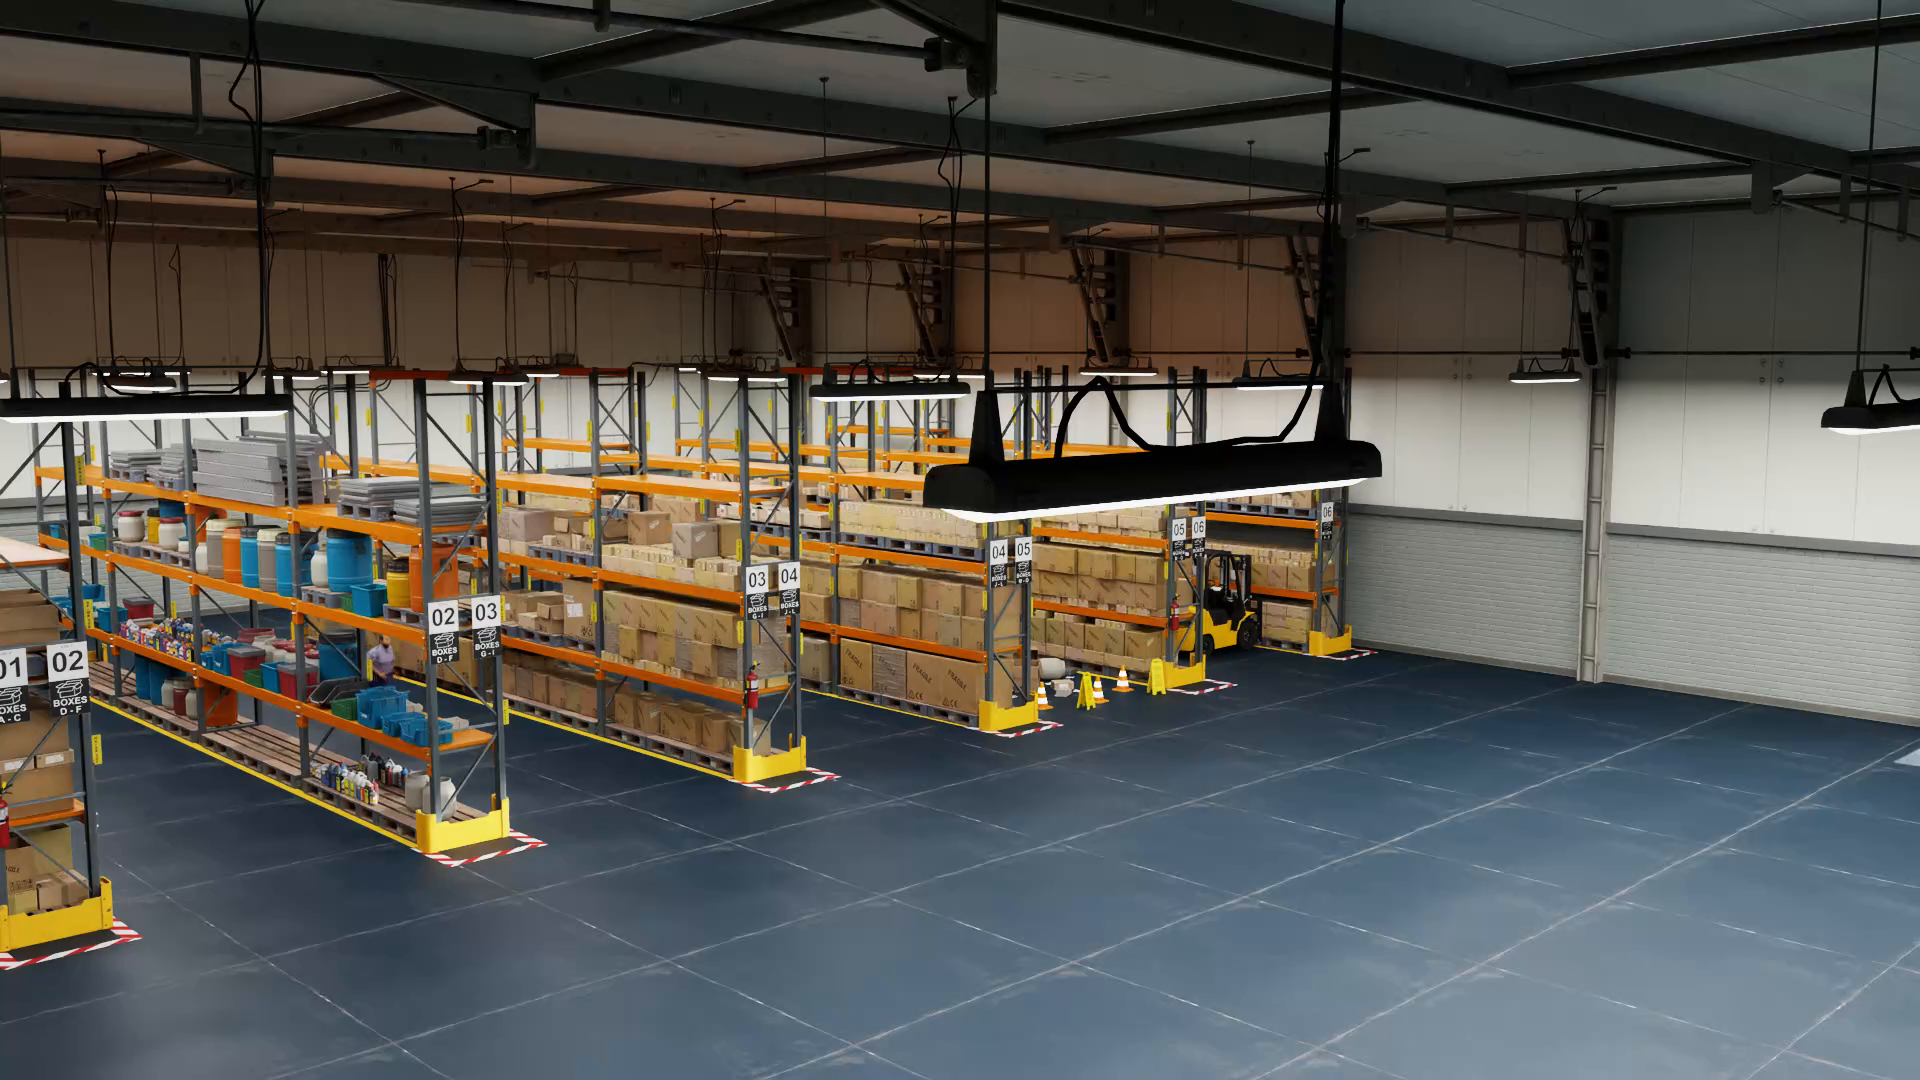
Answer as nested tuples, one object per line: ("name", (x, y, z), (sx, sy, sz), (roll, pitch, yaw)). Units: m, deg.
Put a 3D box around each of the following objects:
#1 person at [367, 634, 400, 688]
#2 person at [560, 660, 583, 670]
("person", (-9.908, 2.359, 28.364), (0.639, 1.594, 0.606), (4, 7, 30))
("person", (-7.671, 1.765, 33.294), (0.827, 1.737, 0.654), (0, 6, 3))
